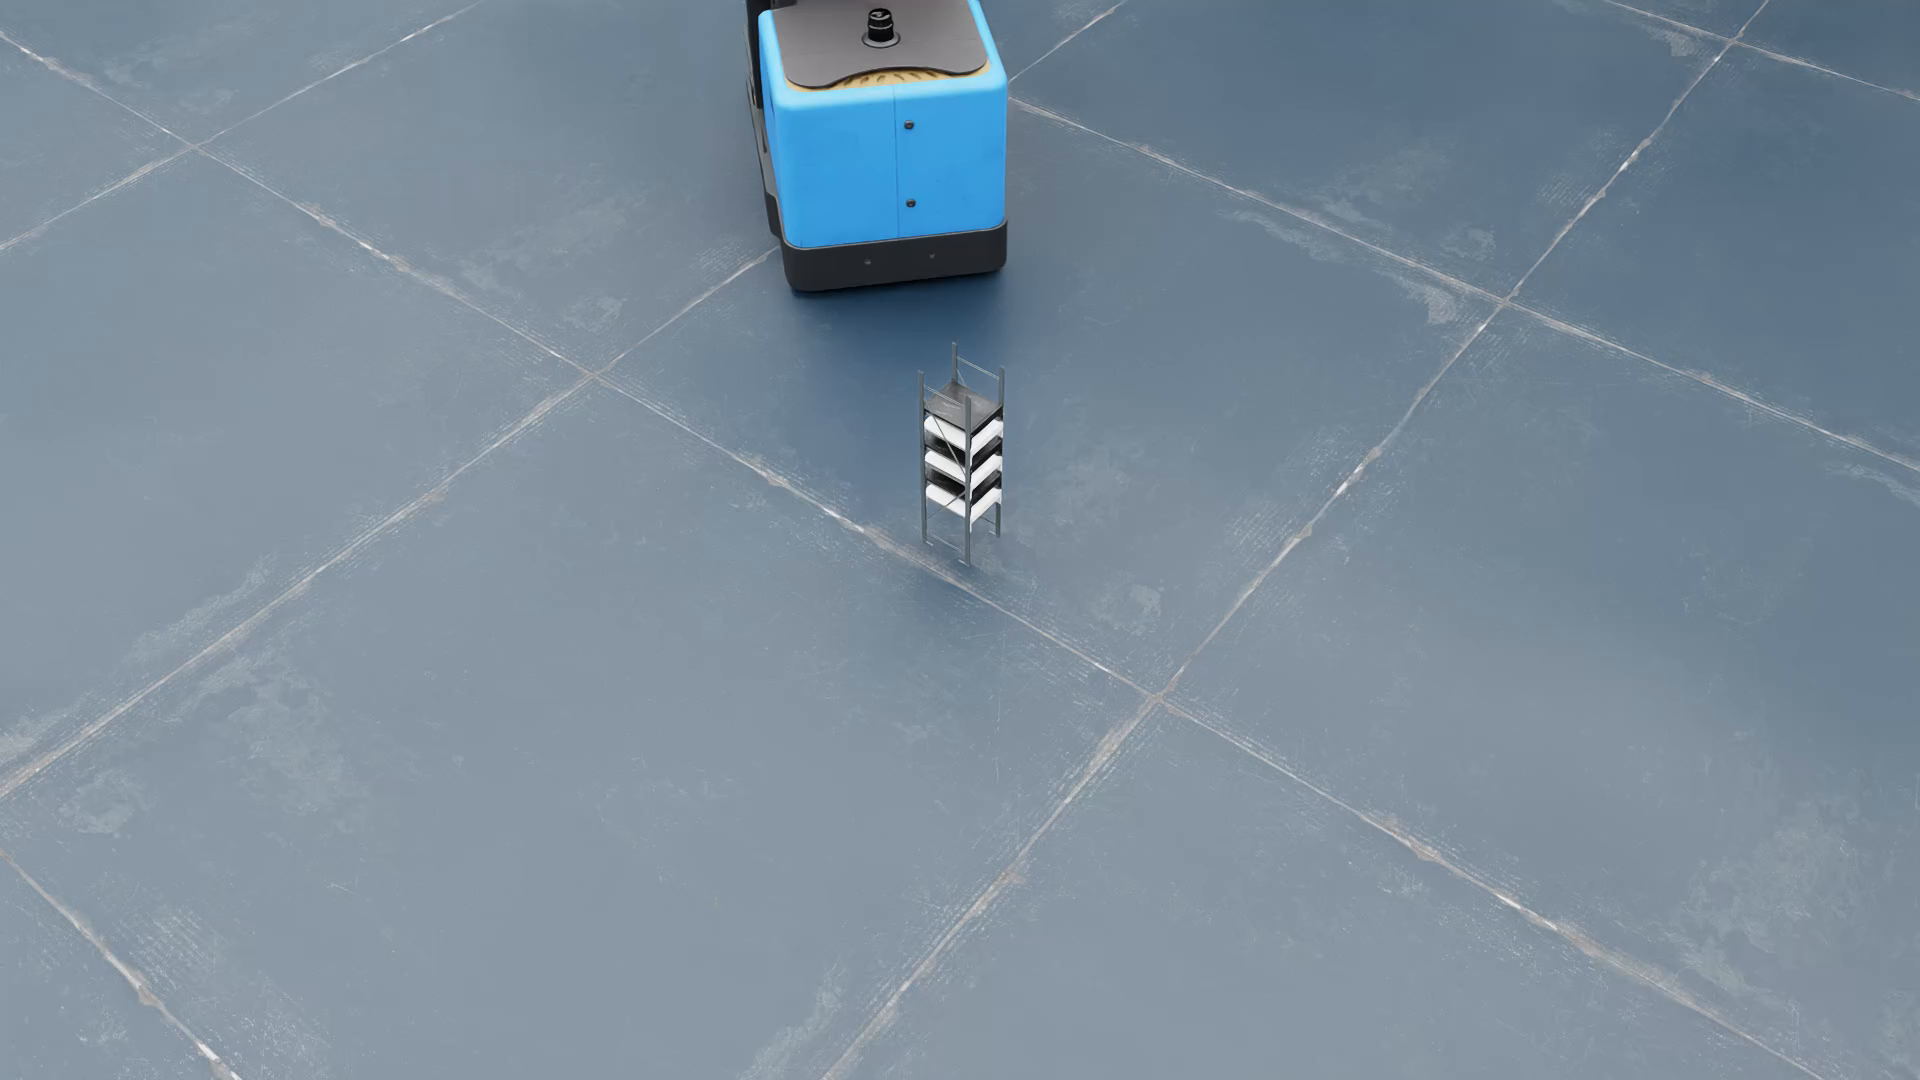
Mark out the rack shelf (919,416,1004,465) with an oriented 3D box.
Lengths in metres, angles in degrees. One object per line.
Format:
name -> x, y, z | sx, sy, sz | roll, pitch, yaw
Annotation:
rack shelf -> 0.005, -0.417, 6.323 | 0.258, 0.077, 0.200 | 29, 53, 25

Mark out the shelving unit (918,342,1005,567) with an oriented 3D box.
shelving unit -> 0.005, -0.315, 6.429 | 0.258, 0.900, 0.210 | 29, 53, 25

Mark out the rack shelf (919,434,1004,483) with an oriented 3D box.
rack shelf -> 0.005, -0.355, 6.388 | 0.258, 0.077, 0.200 | 29, 53, 25

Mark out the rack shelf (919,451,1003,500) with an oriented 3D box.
rack shelf -> 0.005, -0.292, 6.453 | 0.258, 0.077, 0.200 | 29, 53, 25

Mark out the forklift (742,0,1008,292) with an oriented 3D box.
forklift -> -0.546, -3.254, 7.831 | 1.130, 2.935, 3.031 | -7, 47, -7

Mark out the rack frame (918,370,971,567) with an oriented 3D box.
rack frame -> -0.057, -0.257, 6.373 | 0.240, 0.900, 0.006 | 29, 53, 25

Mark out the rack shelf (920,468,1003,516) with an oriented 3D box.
rack shelf -> 0.005, -0.230, 6.518 | 0.258, 0.077, 0.200 | 29, 53, 25

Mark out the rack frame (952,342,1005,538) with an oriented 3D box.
rack frame -> 0.067, -0.374, 6.485 | 0.240, 0.900, 0.006 | 29, 53, 25

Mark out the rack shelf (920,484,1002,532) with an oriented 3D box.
rack shelf -> 0.005, -0.168, 6.583 | 0.258, 0.077, 0.200 | 29, 53, 25

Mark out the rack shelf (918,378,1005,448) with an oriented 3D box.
rack shelf -> 0.005, -0.479, 6.258 | 0.258, 0.077, 0.200 | 29, 53, 25
